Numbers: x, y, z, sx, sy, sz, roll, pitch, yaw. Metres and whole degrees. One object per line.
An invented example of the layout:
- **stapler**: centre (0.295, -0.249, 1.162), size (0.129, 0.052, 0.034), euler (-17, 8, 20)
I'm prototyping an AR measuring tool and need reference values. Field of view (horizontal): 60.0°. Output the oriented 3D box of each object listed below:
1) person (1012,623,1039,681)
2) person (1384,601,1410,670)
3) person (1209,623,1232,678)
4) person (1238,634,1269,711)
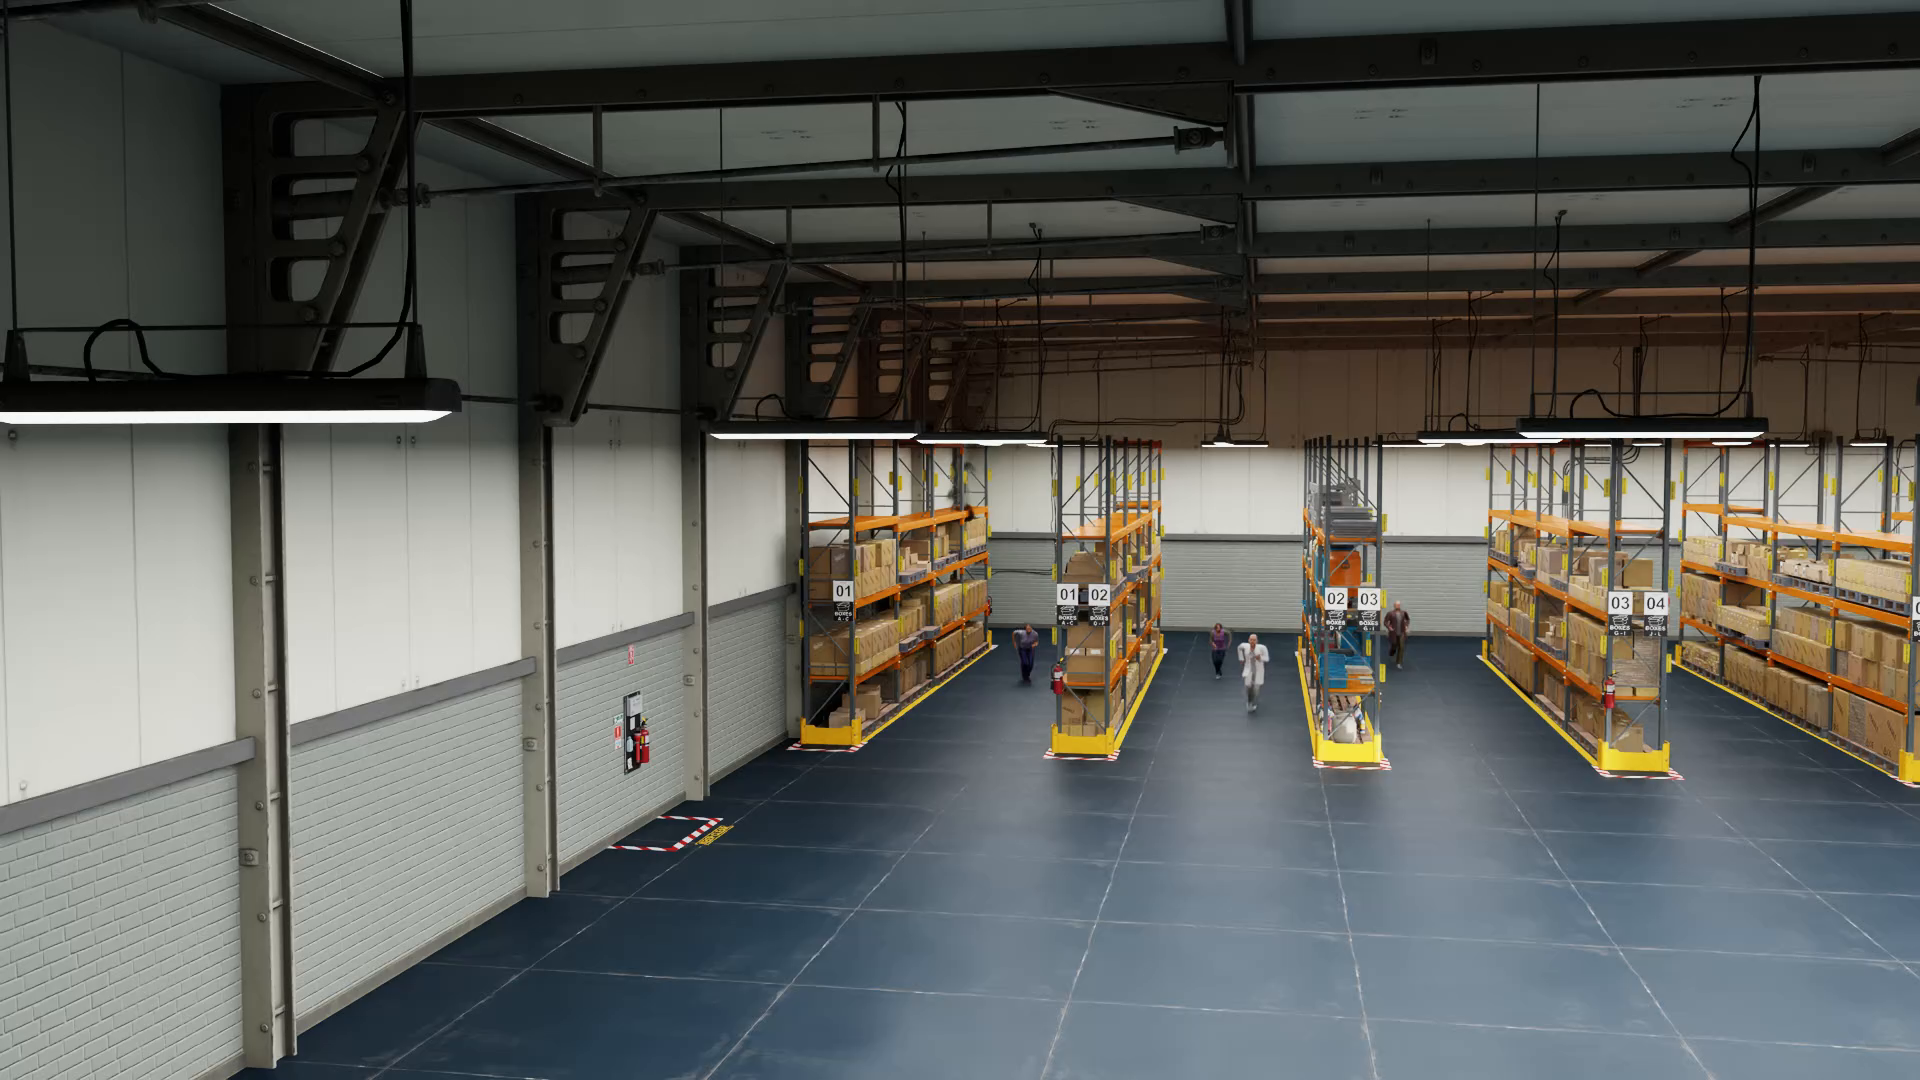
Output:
- **person**: centre (1.608, 2.767, 40.969), size (0.637, 1.482, 0.859), euler (0, 3, -6)
- **person**: centre (11.519, 2.488, 43.801), size (0.710, 1.773, 0.926), euler (0, 3, 3)
- **person**: centre (6.510, 2.786, 41.547), size (0.566, 1.395, 0.769), euler (1, 3, 11)
- **person**: centre (6.381, 2.889, 36.231), size (0.690, 1.706, 0.949), euler (1, 3, 12)
